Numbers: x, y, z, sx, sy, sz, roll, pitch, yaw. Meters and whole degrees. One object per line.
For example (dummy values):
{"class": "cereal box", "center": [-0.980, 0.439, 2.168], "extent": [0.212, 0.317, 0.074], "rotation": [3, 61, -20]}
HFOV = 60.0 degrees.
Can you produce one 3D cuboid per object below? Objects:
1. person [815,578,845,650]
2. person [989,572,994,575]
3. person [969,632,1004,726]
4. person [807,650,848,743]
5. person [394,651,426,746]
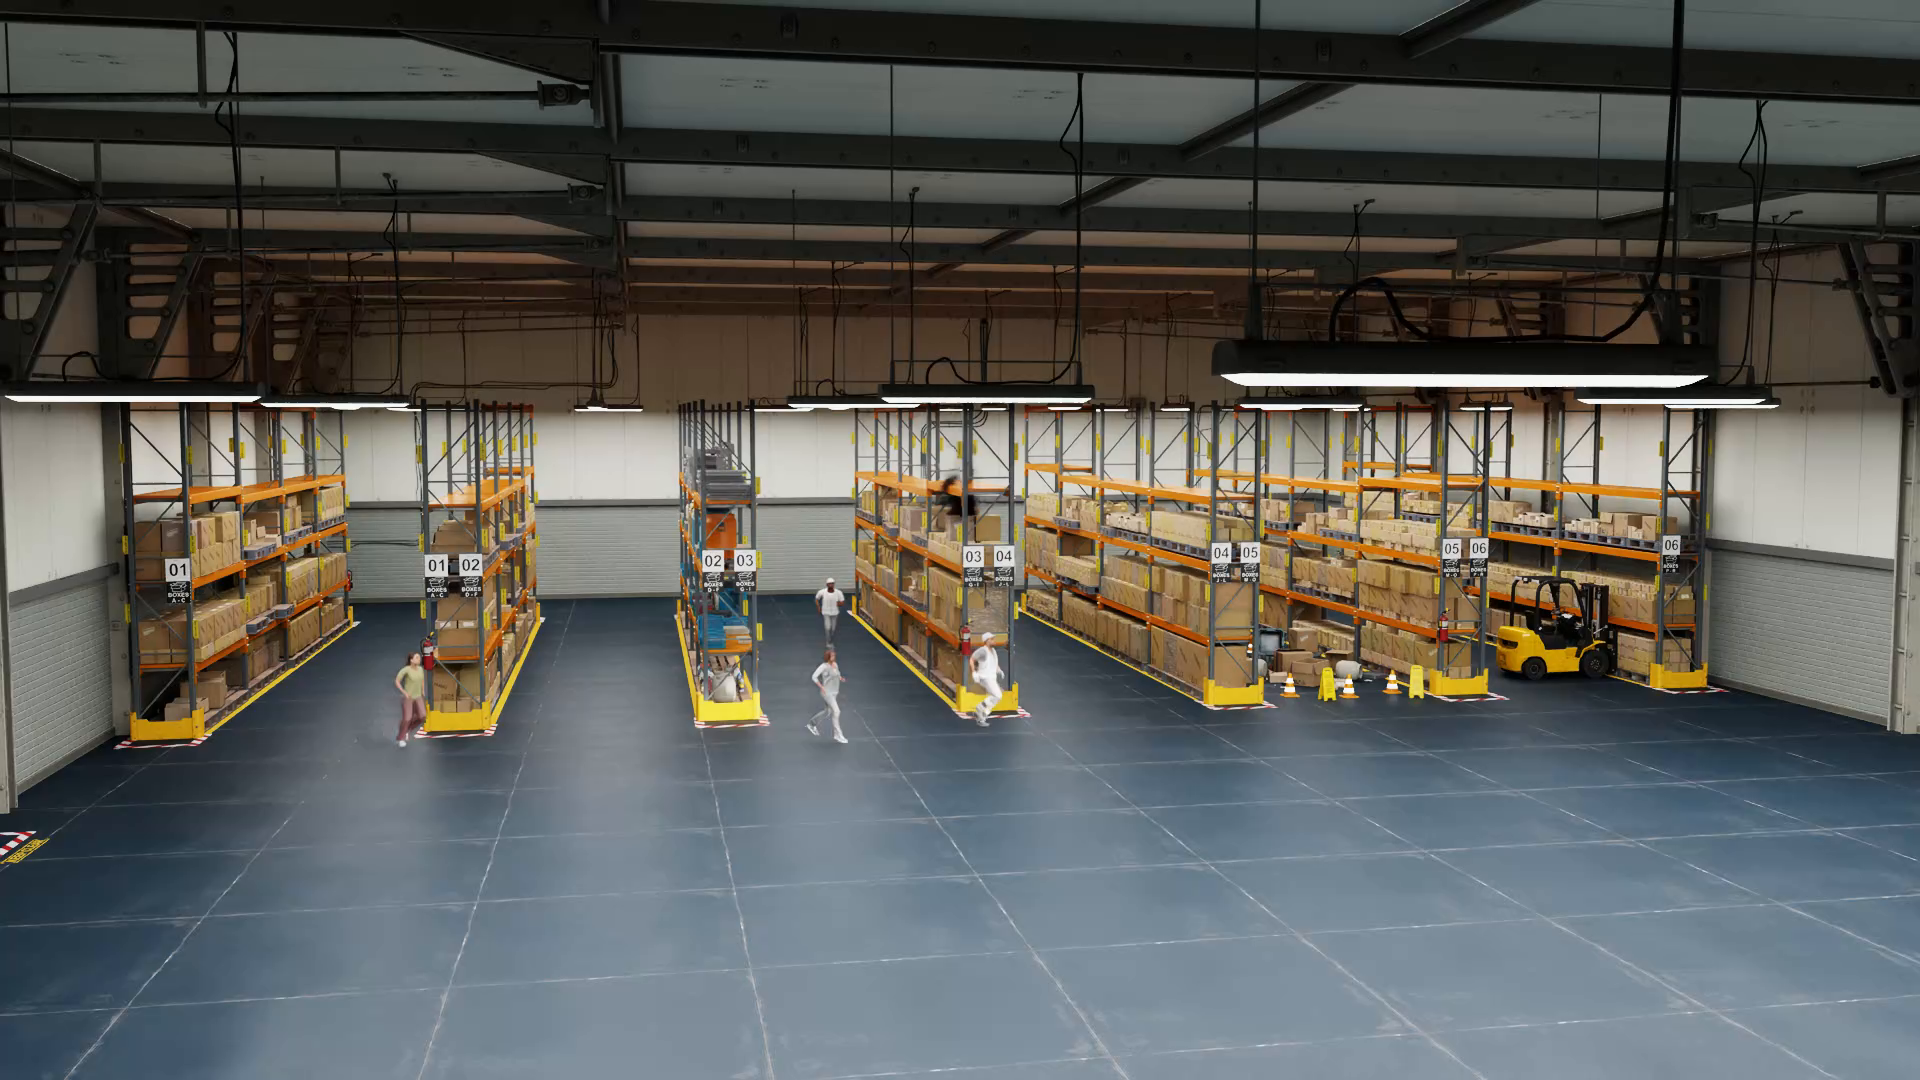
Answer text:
{"class": "person", "center": [-3.109, 1.803, 40.050], "extent": [0.687, 1.793, 0.827], "rotation": [-1, 4, -14]}
{"class": "person", "center": [0.777, 1.294, 47.996], "extent": [0.660, 1.683, 0.772], "rotation": [1, 4, 11]}
{"class": "person", "center": [0.553, 2.562, 30.546], "extent": [0.581, 1.711, 0.736], "rotation": [2, 5, 27]}
{"class": "person", "center": [-2.326, 2.719, 29.209], "extent": [0.806, 1.613, 0.524], "rotation": [2, 5, 25]}
{"class": "person", "center": [-9.478, 2.741, 28.882], "extent": [0.509, 1.611, 0.635], "rotation": [3, 6, 39]}
